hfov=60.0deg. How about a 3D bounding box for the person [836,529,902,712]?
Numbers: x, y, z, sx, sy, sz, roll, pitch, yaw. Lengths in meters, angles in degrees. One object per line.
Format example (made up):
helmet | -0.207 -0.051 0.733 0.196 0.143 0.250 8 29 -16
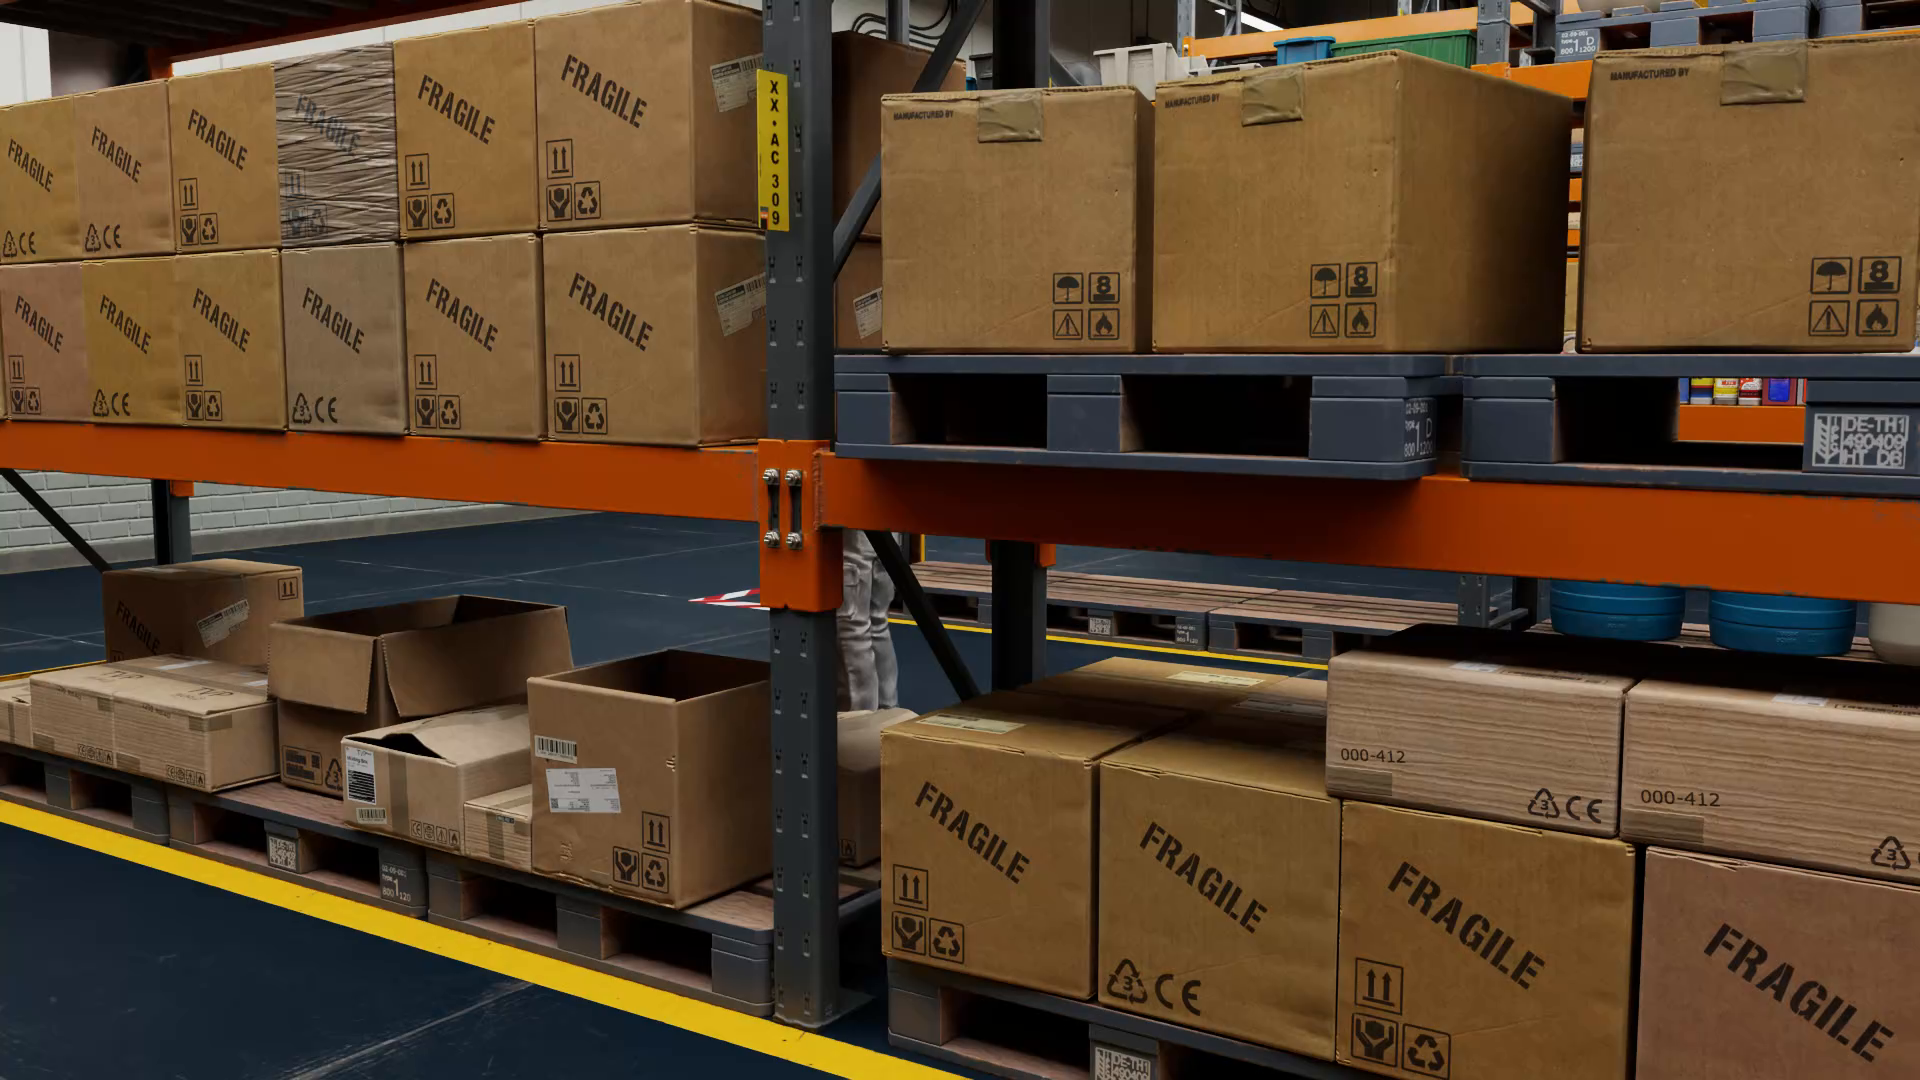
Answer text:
person | -0.424 -0.053 5.886 0.456 1.789 0.586 3 7 27
